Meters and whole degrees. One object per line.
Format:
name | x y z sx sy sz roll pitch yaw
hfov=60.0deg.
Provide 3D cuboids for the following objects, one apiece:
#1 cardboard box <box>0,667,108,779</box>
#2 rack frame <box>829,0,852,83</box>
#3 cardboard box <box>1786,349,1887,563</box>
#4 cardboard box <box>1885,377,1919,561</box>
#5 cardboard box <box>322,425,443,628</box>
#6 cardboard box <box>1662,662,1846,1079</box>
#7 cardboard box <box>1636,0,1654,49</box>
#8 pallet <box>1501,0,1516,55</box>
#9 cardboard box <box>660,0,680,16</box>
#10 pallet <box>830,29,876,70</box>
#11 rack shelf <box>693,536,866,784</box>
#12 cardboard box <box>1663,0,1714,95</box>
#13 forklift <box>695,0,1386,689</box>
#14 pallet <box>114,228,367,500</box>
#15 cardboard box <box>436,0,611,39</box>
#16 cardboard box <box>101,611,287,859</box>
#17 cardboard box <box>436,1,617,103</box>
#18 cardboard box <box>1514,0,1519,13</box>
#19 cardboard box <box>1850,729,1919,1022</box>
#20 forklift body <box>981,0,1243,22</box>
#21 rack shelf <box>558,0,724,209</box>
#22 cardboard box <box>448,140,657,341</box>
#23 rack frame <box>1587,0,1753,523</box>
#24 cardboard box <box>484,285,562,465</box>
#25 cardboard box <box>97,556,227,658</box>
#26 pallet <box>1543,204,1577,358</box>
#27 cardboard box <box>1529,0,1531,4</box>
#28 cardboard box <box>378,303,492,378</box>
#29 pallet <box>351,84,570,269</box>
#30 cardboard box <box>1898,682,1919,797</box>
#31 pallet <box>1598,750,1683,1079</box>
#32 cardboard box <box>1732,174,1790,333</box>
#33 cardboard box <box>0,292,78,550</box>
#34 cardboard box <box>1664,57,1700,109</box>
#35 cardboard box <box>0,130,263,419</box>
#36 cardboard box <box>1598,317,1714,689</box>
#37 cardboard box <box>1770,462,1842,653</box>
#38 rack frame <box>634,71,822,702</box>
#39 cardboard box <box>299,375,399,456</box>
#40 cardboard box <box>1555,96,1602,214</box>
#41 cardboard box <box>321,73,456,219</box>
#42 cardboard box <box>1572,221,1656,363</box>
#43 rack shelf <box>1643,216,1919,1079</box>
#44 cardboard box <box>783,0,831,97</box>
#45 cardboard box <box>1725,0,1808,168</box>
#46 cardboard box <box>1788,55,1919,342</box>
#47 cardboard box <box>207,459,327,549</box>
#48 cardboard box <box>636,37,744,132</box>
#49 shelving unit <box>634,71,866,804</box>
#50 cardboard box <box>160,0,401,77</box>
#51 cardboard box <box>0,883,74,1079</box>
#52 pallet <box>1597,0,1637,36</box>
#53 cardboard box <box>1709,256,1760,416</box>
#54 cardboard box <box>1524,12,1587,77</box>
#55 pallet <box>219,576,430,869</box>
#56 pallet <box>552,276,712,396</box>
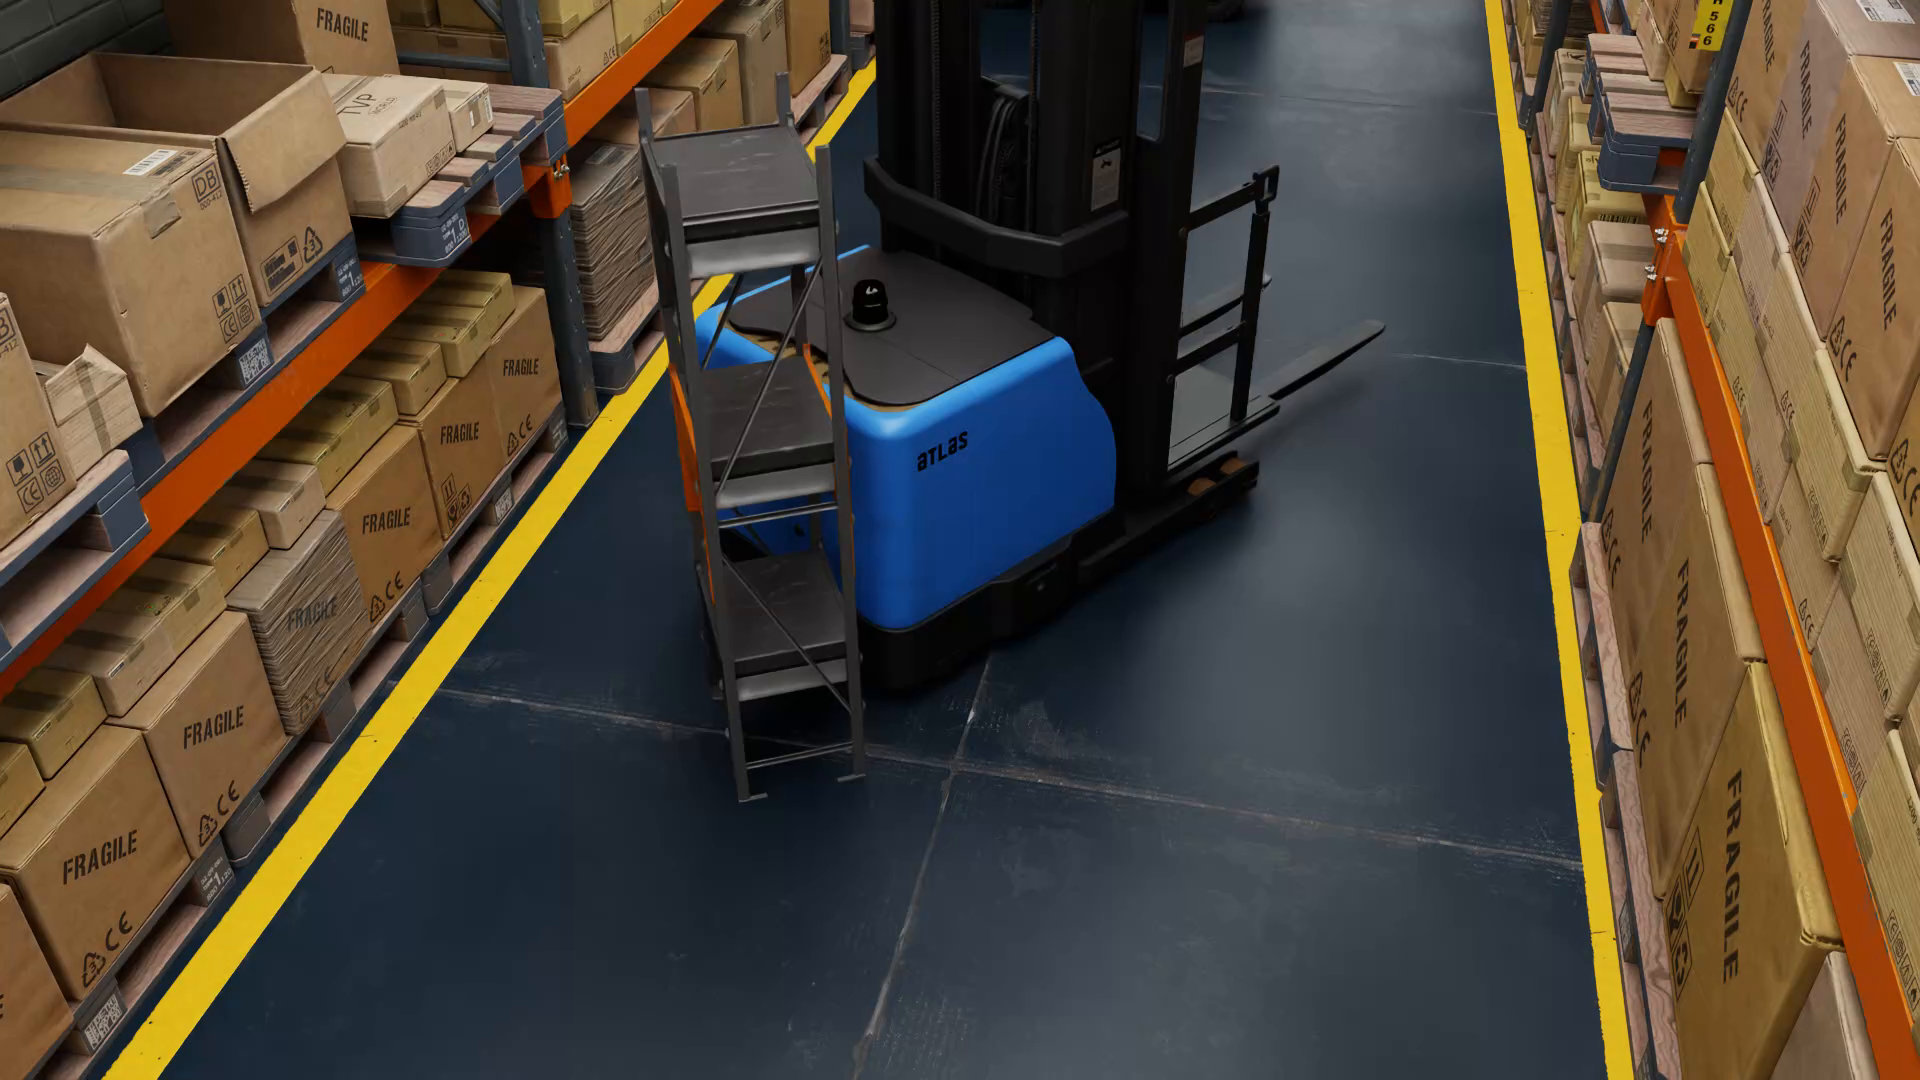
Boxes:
cardboard box | -2.458 0.456 4.285 0.380 0.149 0.250 7 36 9
rack frame | -1.158 -4.062 9.299 1.000 3.000 0.127 7 37 10
cardboard box | 2.137 -0.161 3.619 0.500 0.250 0.500 8 37 11
cardboard box | 2.064 -0.174 2.997 0.500 0.500 0.500 8 37 11
cardboard box | -2.119 -0.071 5.565 0.500 0.500 0.500 9 37 12
cardboard box | 2.222 0.950 3.835 0.875 0.875 0.875 8 37 11
cardboard box | 2.736 -1.891 6.159 0.380 0.149 0.250 6 36 8
pallet | 4.059 -3.404 10.767 1.003 0.211 1.213 7 37 10
cardboard box | -1.464 -2.516 7.293 0.500 0.250 0.500 6 36 8
pallet | -0.948 -3.384 10.739 1.003 0.211 1.213 7 37 10
rack shelf | -0.560 0.367 5.161 0.431 0.518 0.480 -10 38 -13
cardboard box | 2.663 -1.775 5.447 0.500 0.500 0.500 6 36 9
forklift | 0.514 -1.454 5.758 3.031 2.935 1.130 -30 45 -34
pallet | -2.424 -0.576 4.652 1.003 0.211 1.213 7 37 10
cardboard box | -1.655 -2.131 6.336 0.500 0.250 0.500 7 37 10
cardboard box | -2.329 0.525 4.741 0.500 0.500 0.500 6 36 9
cardboard box | -1.679 -1.932 6.487 0.500 0.250 0.500 7 37 10
cardboard box | 3.772 -3.469 10.465 0.500 0.250 0.500 8 37 11
cardboard box | 1.942 0.625 2.960 0.500 0.250 0.500 7 36 9
forklift body | 1.073 -4.696 10.896 2.313 2.155 1.214 7 37 10
rack shelf | -1.586 -2.624 7.928 1.077 0.370 4.000 7 37 10
cardboard box | -1.866 -1.333 7.199 0.875 0.625 0.625 8 37 11
rack frame | 2.837 -1.149 5.279 1.000 3.000 0.127 7 37 10
cardboard box | -1.893 -0.657 6.373 0.500 0.500 0.500 8 37 11
cardboard box | -2.313 0.175 4.672 0.380 0.149 0.250 9 37 12
pallet | 3.268 -1.165 7.677 1.003 0.211 1.213 7 37 10
cardboard box | 3.663 -3.467 9.824 0.500 0.500 0.500 8 37 11
cardboard box | -1.899 -0.714 5.899 0.380 0.149 0.250 6 36 8
pallet | -2.089 -1.294 5.643 1.213 0.211 1.003 7 37 10
cardboard box | 1.939 0.432 2.800 0.500 0.250 0.500 8 37 11
pallet | 2.332 1.120 4.525 1.003 0.211 1.213 7 37 10
cardboard box | 2.376 -0.735 4.410 0.500 0.250 0.500 8 37 11
cardboard box | -2.435 -0.232 3.571 0.700 0.500 0.500 8 37 10
cardboard box | 2.664 -1.597 5.754 0.380 0.149 0.250 8 37 11
cardboard box | -2.267 -0.682 4.192 0.700 0.500 0.500 7 37 10
cardboard box | 2.609 -0.073 5.247 0.875 0.875 0.875 7 37 10
cardboard box | 2.175 0.041 3.765 0.500 0.250 0.500 7 37 10
rack frame | -0.633 -0.345 4.921 0.400 2.100 0.015 -10 38 -13
cardboard box | -2.099 -0.423 5.497 0.380 0.149 0.250 8 37 11
cardboard box | 3.432 -1.834 8.106 0.950 0.372 0.625 10 37 13
cardboard box | -1.922 -1.233 5.165 0.500 0.250 0.500 6 36 8
cardboard box | 3.117 -1.002 6.957 0.950 0.372 0.625 7 36 9
rack shelf | 2.410 0.289 3.908 1.077 0.370 4.000 7 37 10
cardboard box | -1.259 -2.970 9.458 0.875 0.625 0.625 9 37 12
cardboard box | 2.493 -1.342 4.608 0.500 0.500 0.500 6 36 8
cardboard box | 2.271 -0.762 3.808 0.500 0.500 0.500 8 37 11
cardboard box | -2.181 -0.118 5.076 0.380 0.149 0.250 6 36 8
cardboard box | -1.591 -2.095 8.250 0.875 0.625 0.625 6 36 8
shelving unit | -0.565 -0.205 4.733 0.431 2.100 0.503 -10 38 -13
cardboard box | -2.275 -1.704 5.602 0.500 0.500 0.500 9 37 12
cardboard box | -2.544 1.117 3.924 0.500 0.500 0.500 9 37 12
pallet | 3.220 -2.211 6.908 1.003 0.211 1.213 7 37 10
cardboard box | 2.394 -0.542 4.570 0.500 0.250 0.500 6 36 9
cardboard box | 3.555 -2.871 9.641 0.500 0.250 0.500 9 37 12
pallet | -2.472 0.481 5.407 1.003 0.211 1.213 7 37 10
pallet | -1.799 -1.107 7.597 1.003 0.211 1.213 7 37 10
